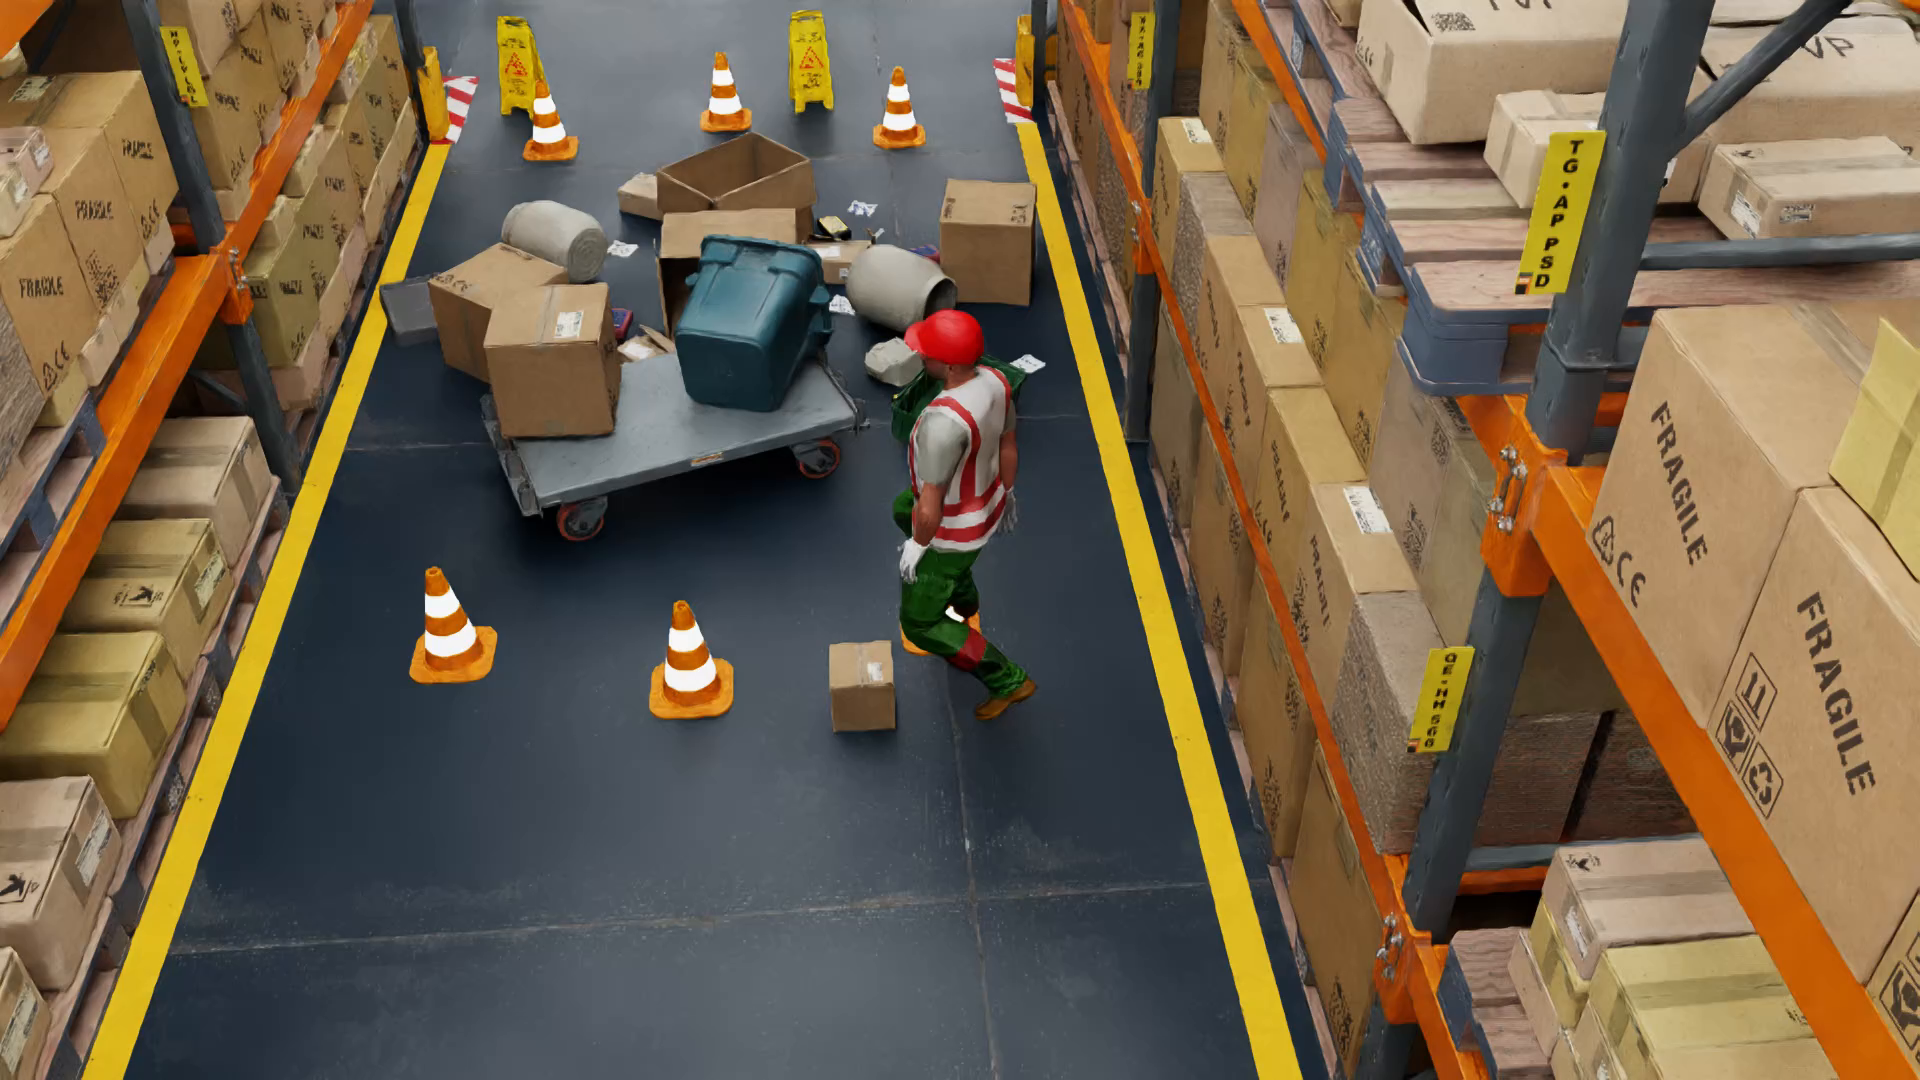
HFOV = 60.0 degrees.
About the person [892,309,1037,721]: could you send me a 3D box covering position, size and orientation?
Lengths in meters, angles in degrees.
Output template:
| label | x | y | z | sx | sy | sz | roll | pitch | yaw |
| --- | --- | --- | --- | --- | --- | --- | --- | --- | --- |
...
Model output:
| label | x | y | z | sx | sy | sz | roll | pitch | yaw |
| --- | --- | --- | --- | --- | --- | --- | --- | --- | --- |
| person | 0.005 | -0.112 | 6.206 | 0.744 | 1.717 | 0.655 | 15 | 41 | 18 |
